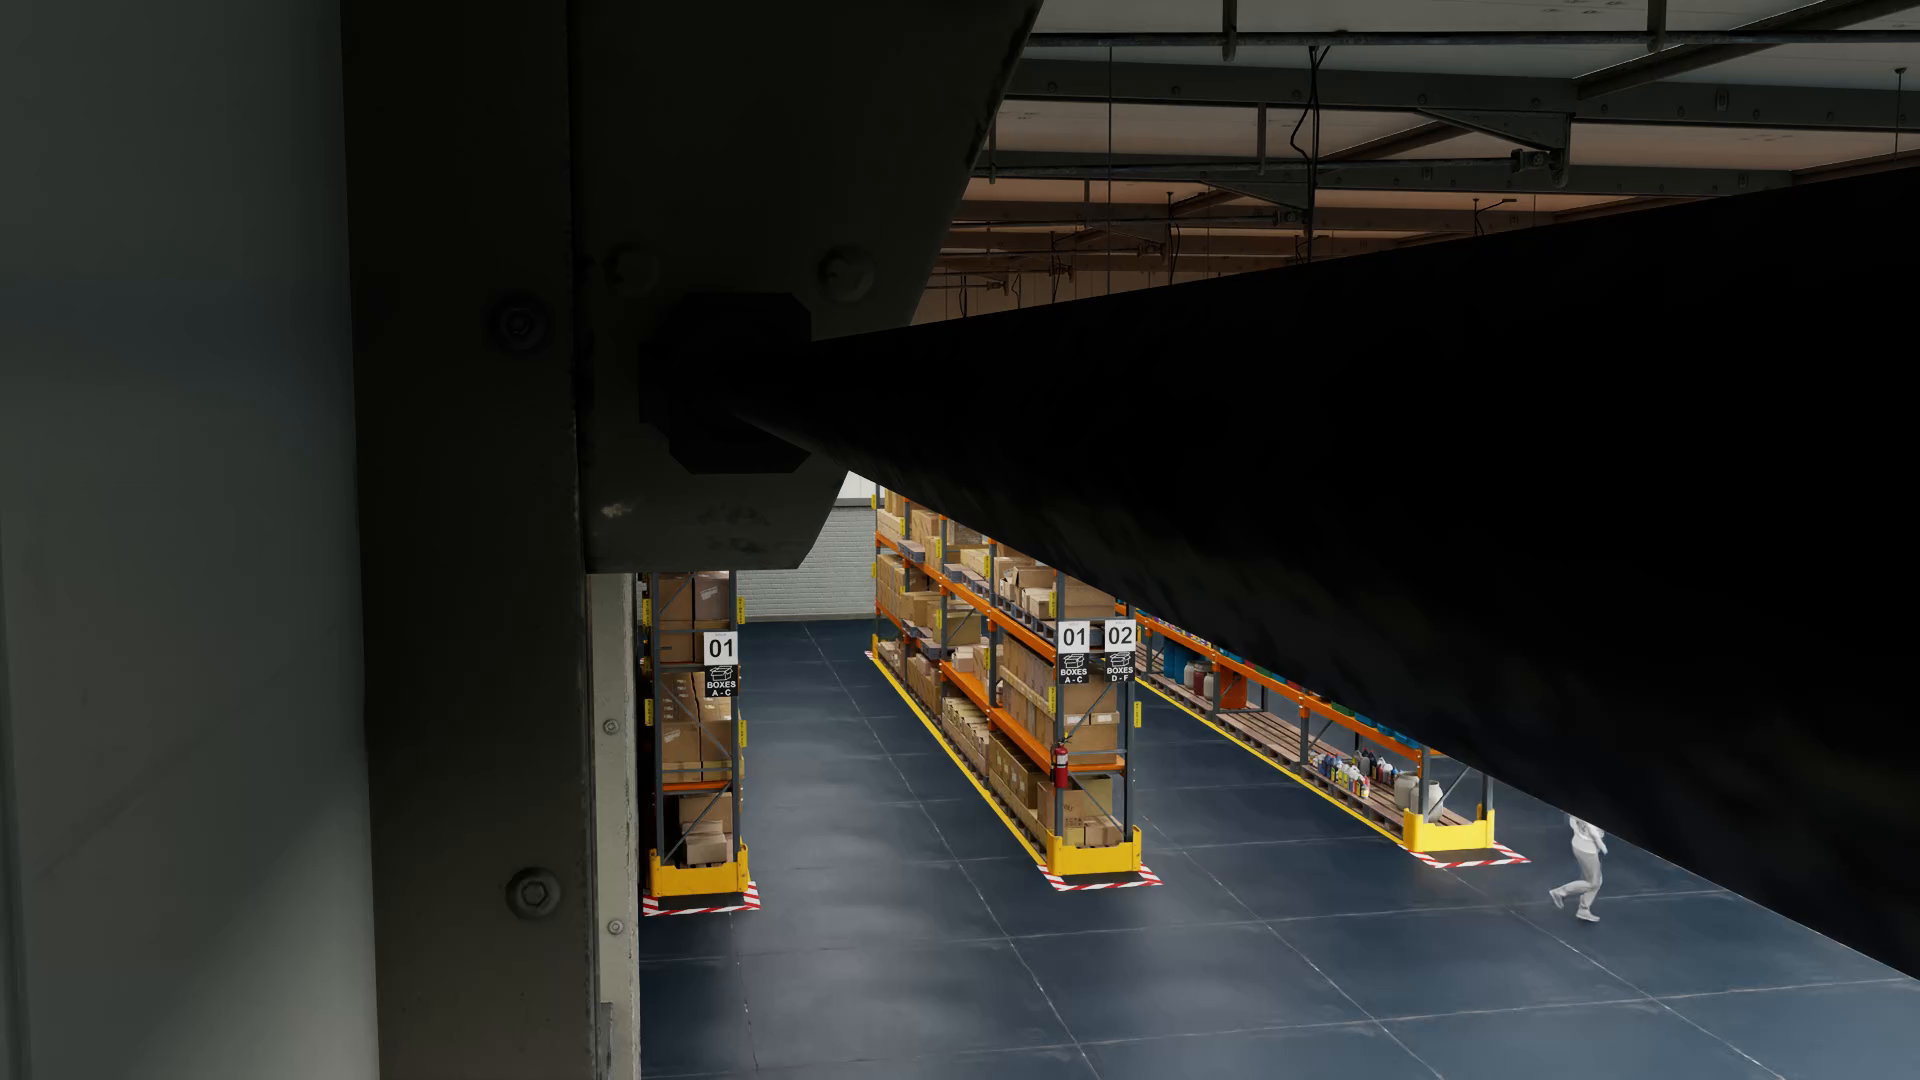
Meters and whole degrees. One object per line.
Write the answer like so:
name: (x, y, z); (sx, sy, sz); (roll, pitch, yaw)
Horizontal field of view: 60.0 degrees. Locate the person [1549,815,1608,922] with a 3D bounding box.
person: (7.117, 3.568, 19.130); (0.610, 1.642, 0.603); (1, 6, 9)
